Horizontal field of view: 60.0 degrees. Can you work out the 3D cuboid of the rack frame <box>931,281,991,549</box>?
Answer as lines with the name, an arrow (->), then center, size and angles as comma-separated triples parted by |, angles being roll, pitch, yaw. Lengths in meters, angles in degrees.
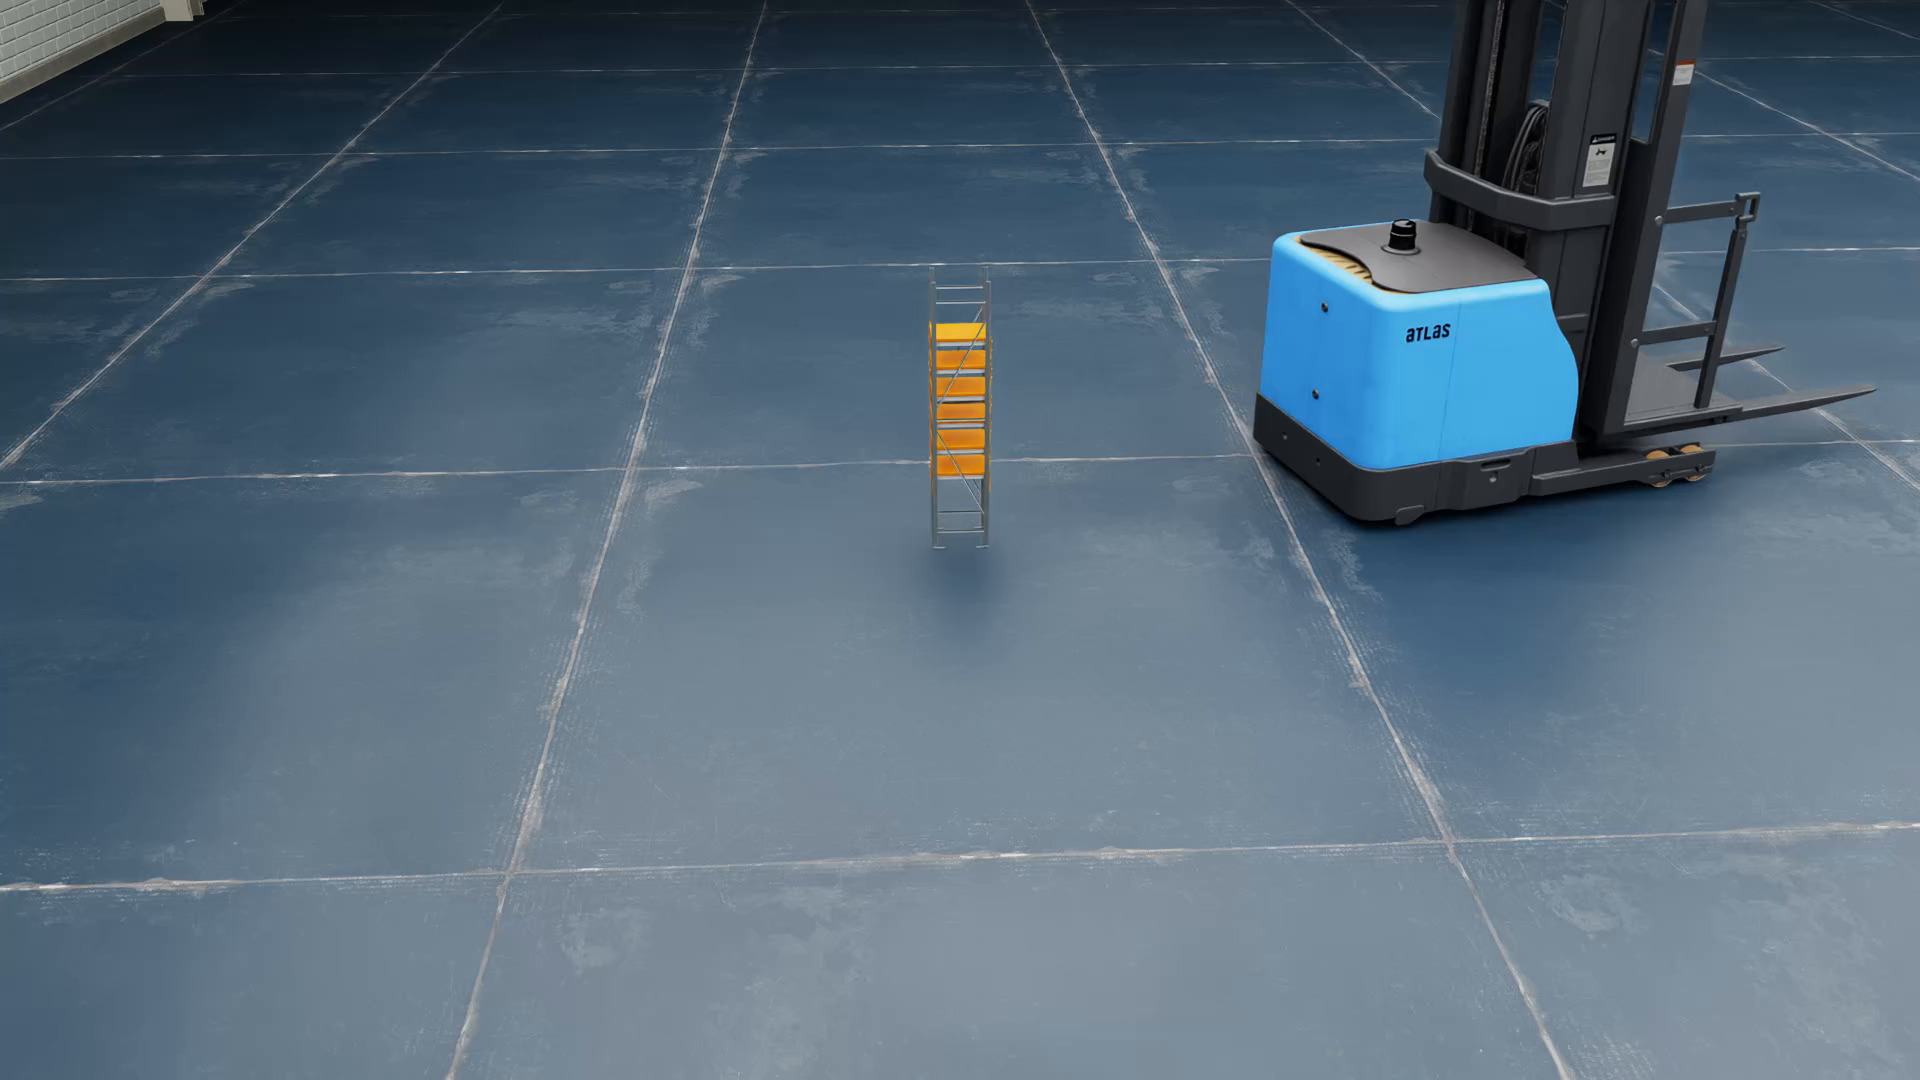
rack frame -> 0.004, -0.496, 6.904 | 0.240, 1.200, 0.006 | -1, 28, -3

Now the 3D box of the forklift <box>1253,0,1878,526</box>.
forklift -> 2.991, -1.764, 7.464 | 3.031, 2.935, 1.130 | -9, 29, -17

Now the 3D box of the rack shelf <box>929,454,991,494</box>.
rack shelf -> -0.001, -0.286, 7.117 | 0.258, 0.103, 0.180 | -1, 28, -3

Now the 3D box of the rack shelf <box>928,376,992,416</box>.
rack shelf -> -0.001, -0.606, 6.950 | 0.258, 0.103, 0.180 | -1, 28, -3

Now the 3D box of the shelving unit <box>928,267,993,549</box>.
shelving unit -> -0.001, -0.539, 6.985 | 0.258, 1.200, 0.189 | -1, 28, -3

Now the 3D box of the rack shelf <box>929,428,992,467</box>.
rack shelf -> -0.001, -0.393, 7.061 | 0.258, 0.103, 0.180 | -1, 28, -3

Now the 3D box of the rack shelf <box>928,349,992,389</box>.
rack shelf -> -0.001, -0.712, 6.895 | 0.258, 0.103, 0.180 | -1, 28, -3

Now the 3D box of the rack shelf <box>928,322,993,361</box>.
rack shelf -> -0.001, -0.818, 6.839 | 0.258, 0.103, 0.180 | -1, 28, -3

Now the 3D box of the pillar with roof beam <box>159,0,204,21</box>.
pillar with roof beam -> -4.209, -9.821, 16.348 | 9.100, 9.000, 0.400 | -1, 28, -3

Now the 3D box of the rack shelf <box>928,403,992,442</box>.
rack shelf -> -0.001, -0.499, 7.006 | 0.258, 0.103, 0.180 | -1, 28, -3

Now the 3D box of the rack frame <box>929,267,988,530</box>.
rack frame -> -0.006, -0.581, 7.066 | 0.240, 1.200, 0.006 | -1, 28, -3
